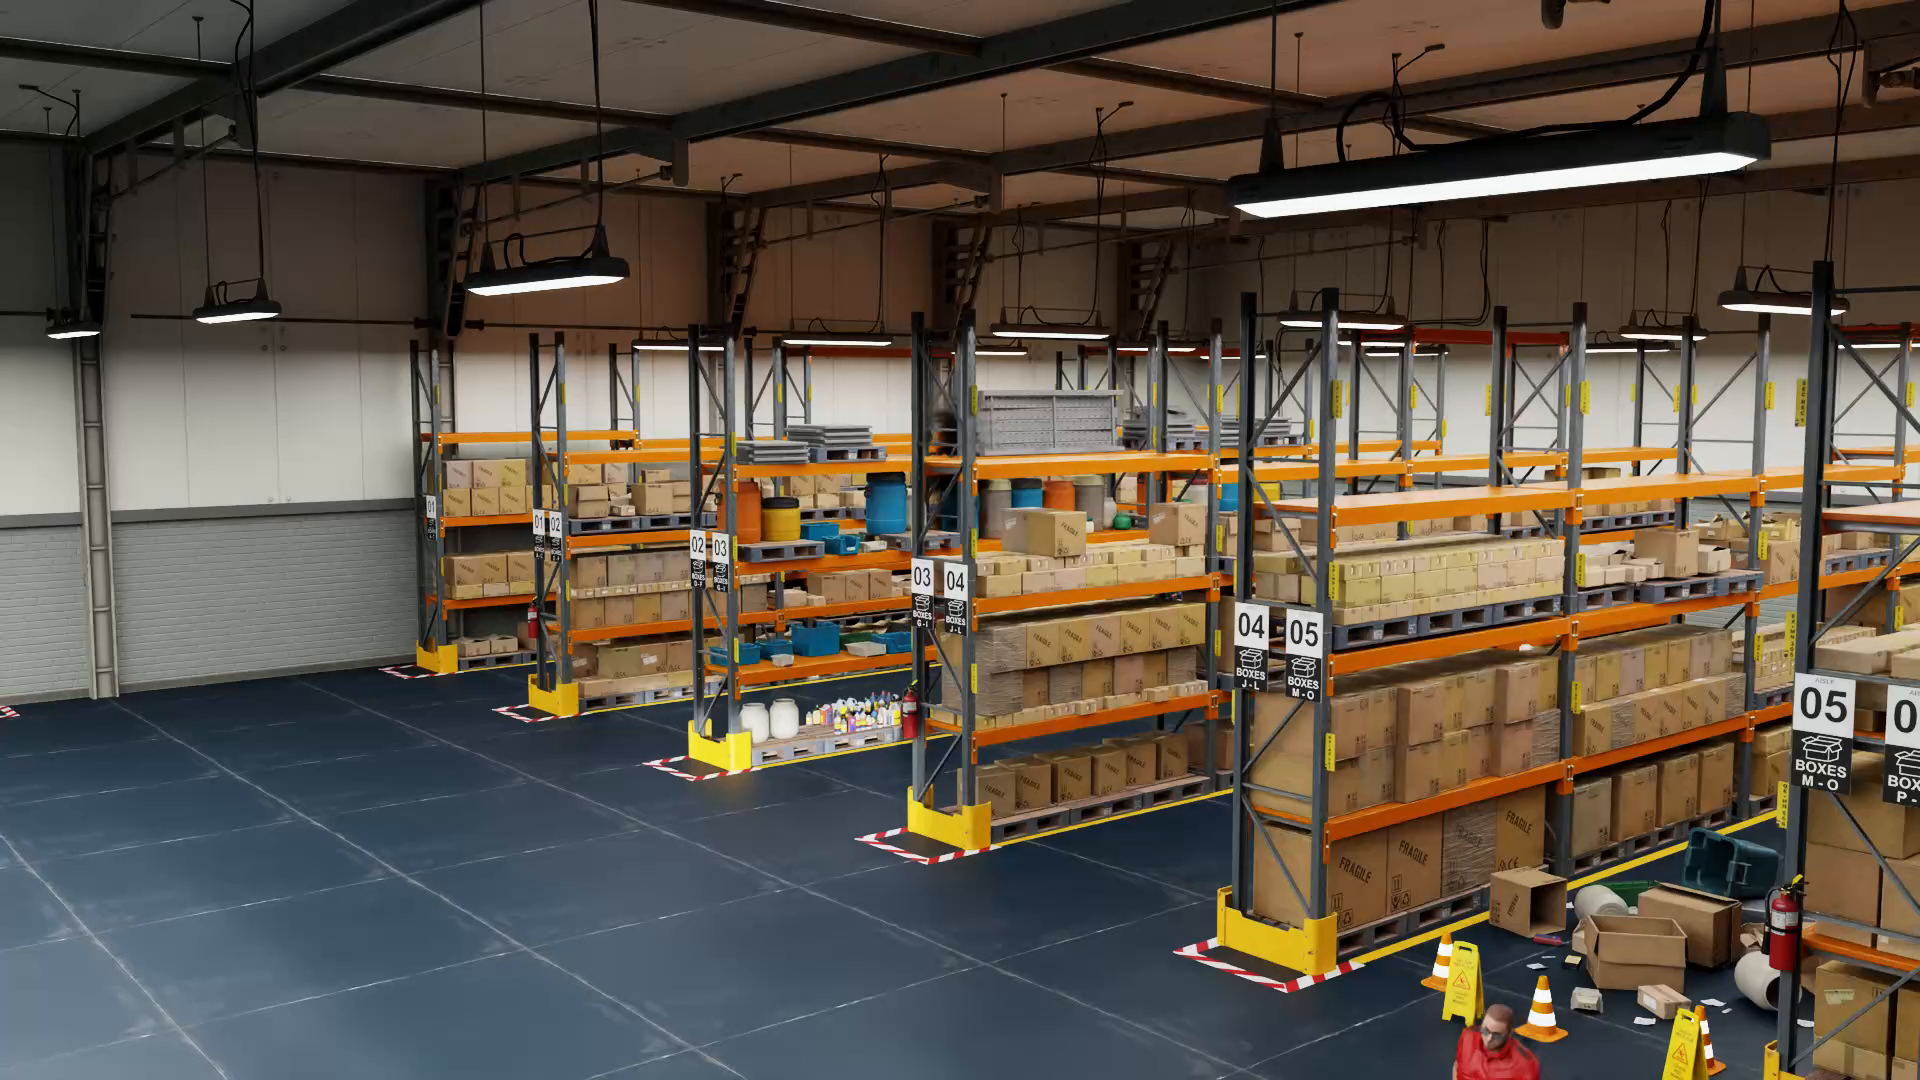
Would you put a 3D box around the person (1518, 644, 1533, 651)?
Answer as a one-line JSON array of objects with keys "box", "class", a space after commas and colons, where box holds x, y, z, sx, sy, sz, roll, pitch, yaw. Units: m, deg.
[{"box": [7.626, 2.231, 22.321, 0.689, 1.722, 0.692, -3, 6, -27], "class": "person"}]

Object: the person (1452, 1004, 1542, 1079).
[{"box": [3.127, 3.436, 9.757, 0.641, 1.649, 0.829, -5, 7, -43], "class": "person"}]
